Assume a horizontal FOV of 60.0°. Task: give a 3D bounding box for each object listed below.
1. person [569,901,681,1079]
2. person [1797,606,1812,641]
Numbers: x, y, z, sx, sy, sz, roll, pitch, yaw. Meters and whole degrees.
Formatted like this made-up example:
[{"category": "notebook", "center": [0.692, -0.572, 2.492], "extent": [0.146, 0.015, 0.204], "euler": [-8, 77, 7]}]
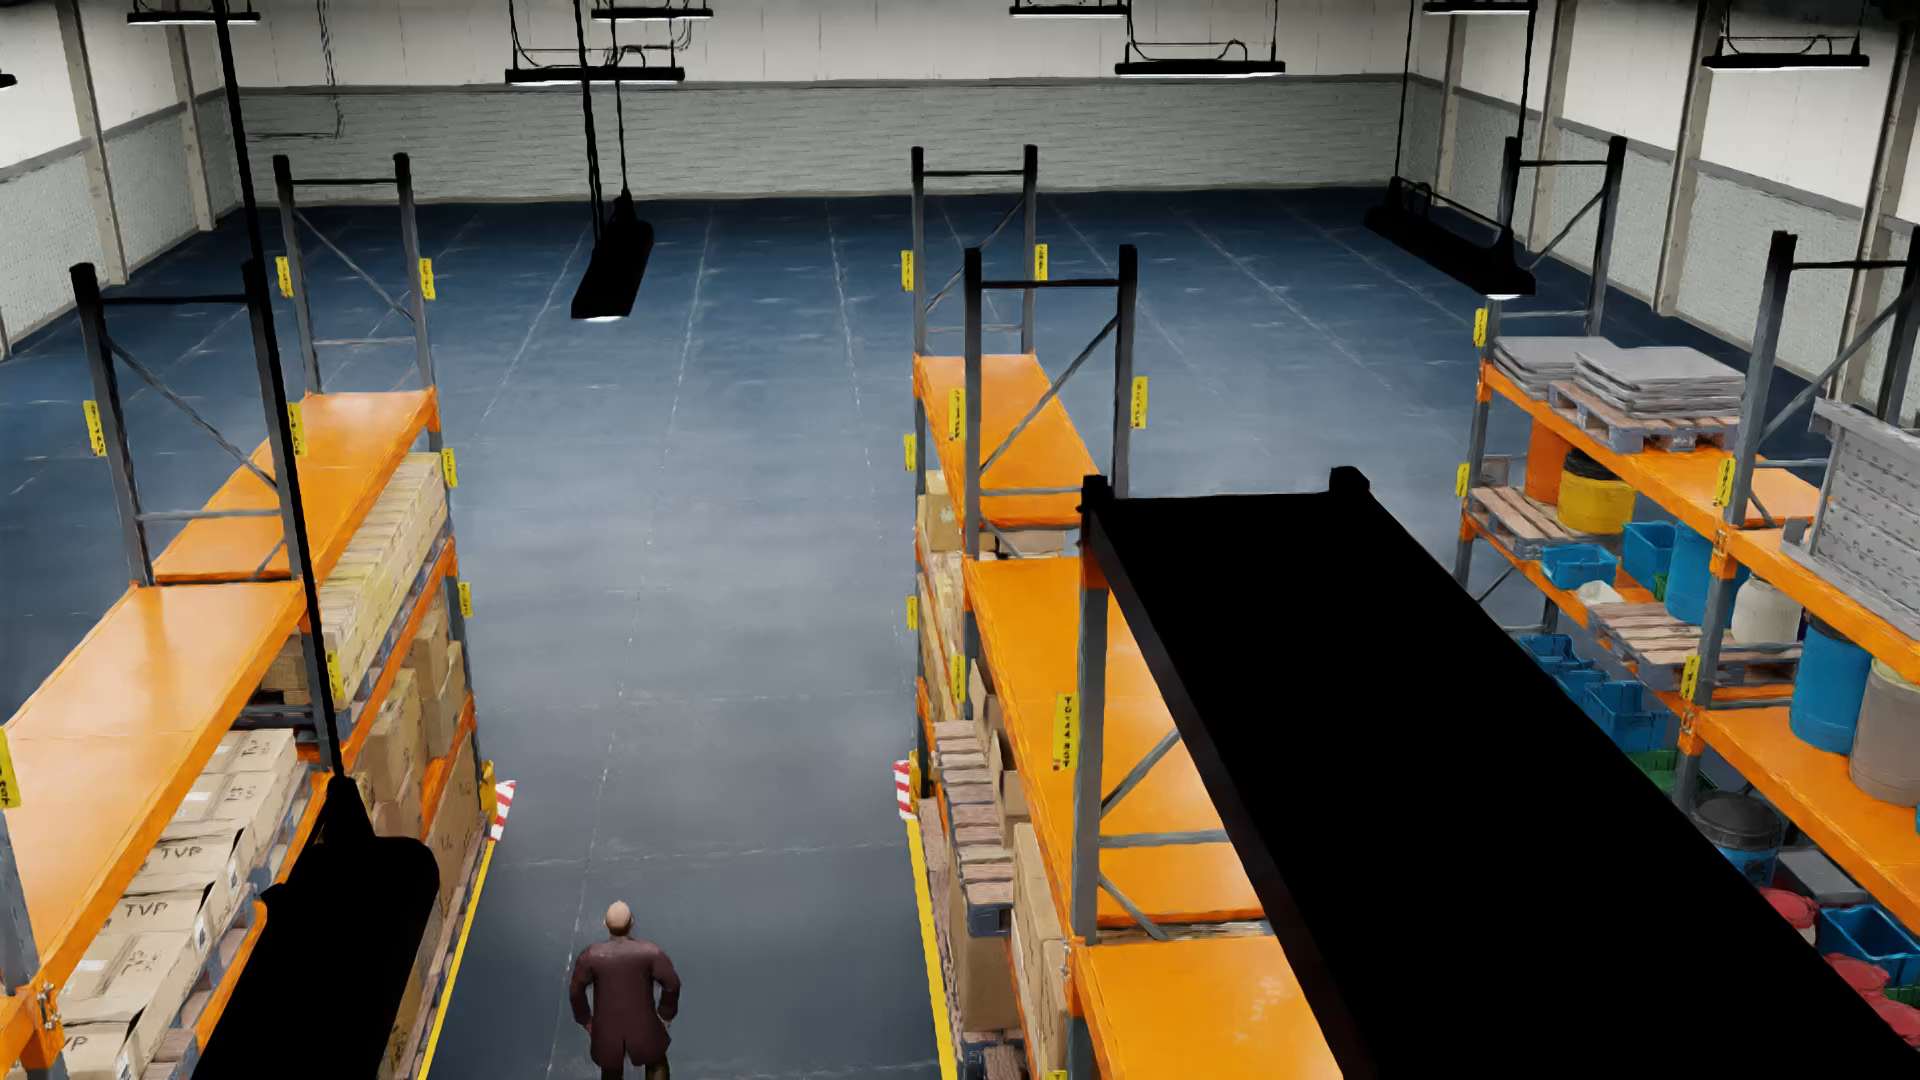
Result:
[{"category": "person", "center": [-2.214, 3.248, 11.099], "extent": [0.729, 1.734, 0.546], "euler": [-3, 22, -7]}, {"category": "person", "center": [9.165, 0.690, 17.693], "extent": [0.556, 1.638, 0.522], "euler": [-19, 29, -40]}]
